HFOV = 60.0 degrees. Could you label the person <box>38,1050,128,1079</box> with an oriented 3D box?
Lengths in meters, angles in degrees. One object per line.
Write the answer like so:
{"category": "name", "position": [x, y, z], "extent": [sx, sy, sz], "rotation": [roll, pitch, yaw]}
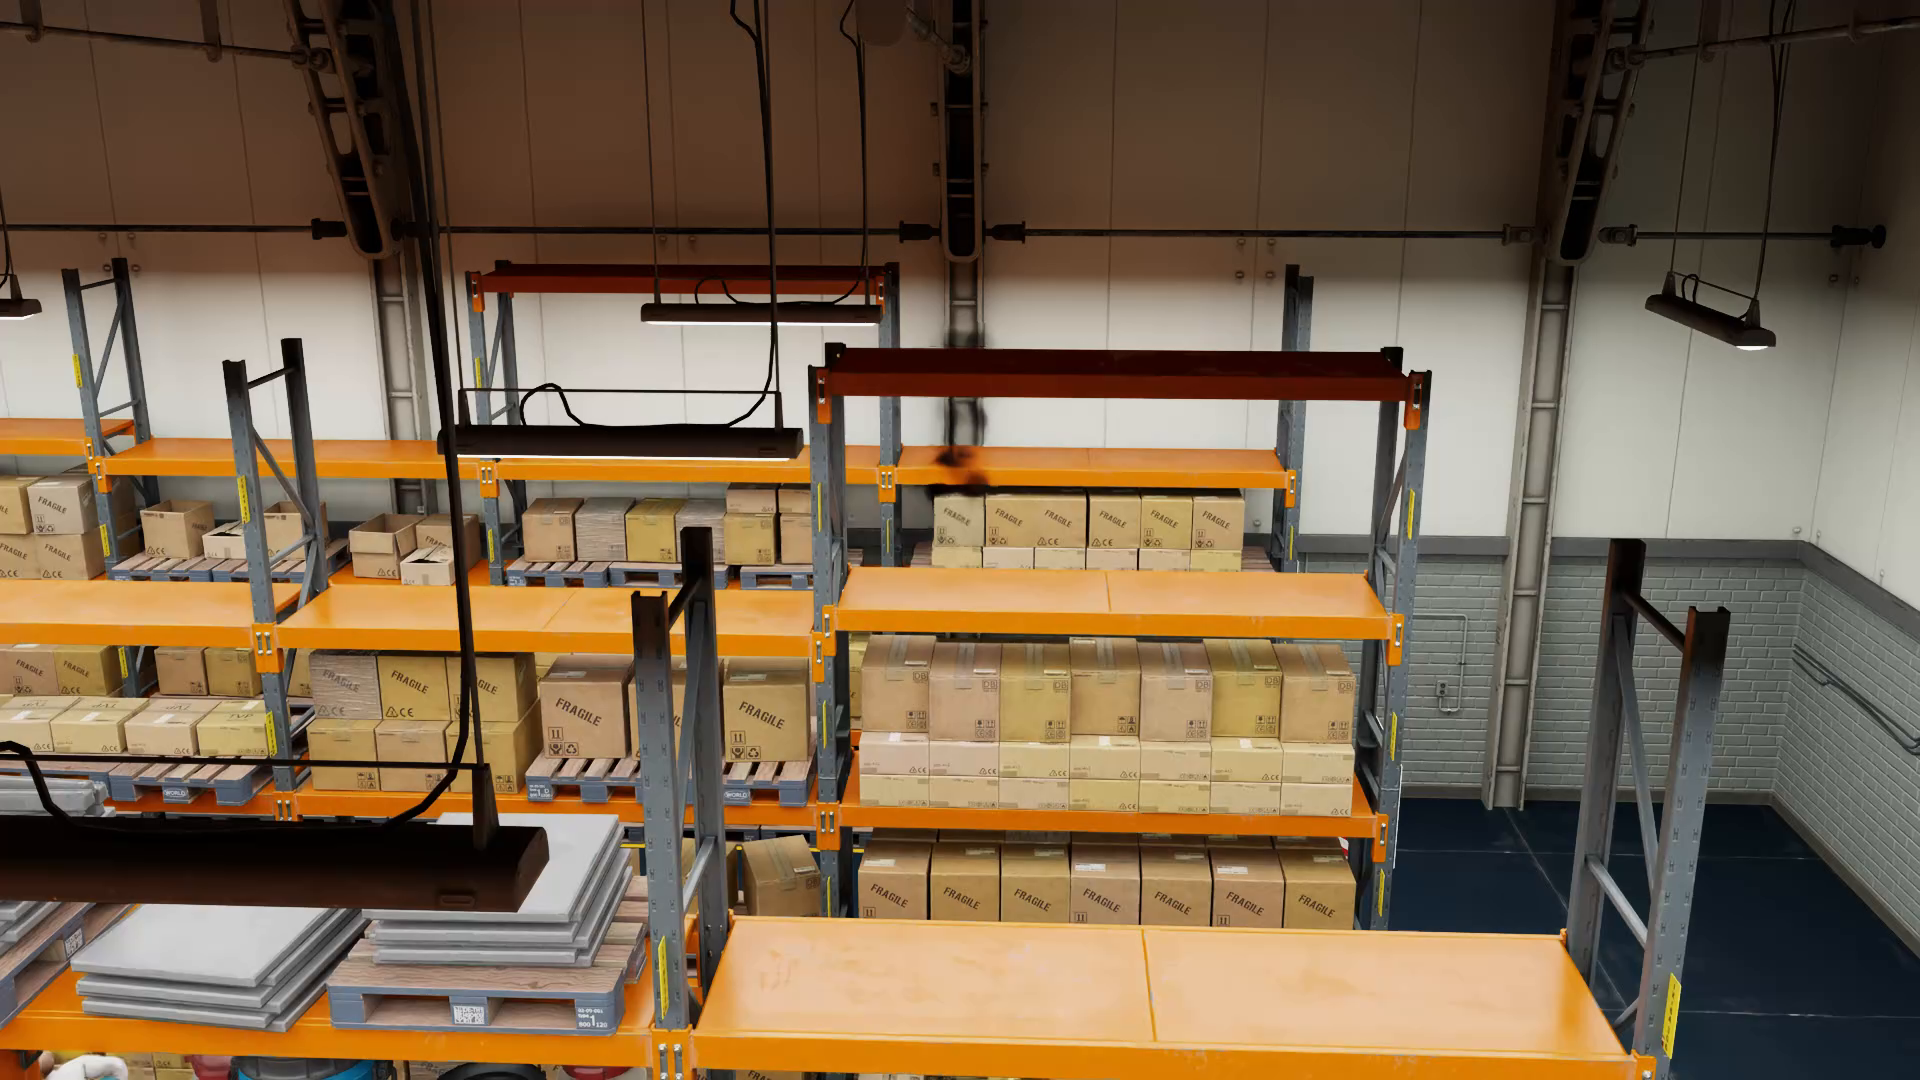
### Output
{"category": "person", "position": [-5.904, 4.151, 11.165], "extent": [0.954, 1.706, 0.690], "rotation": [-2, 16, -6]}
